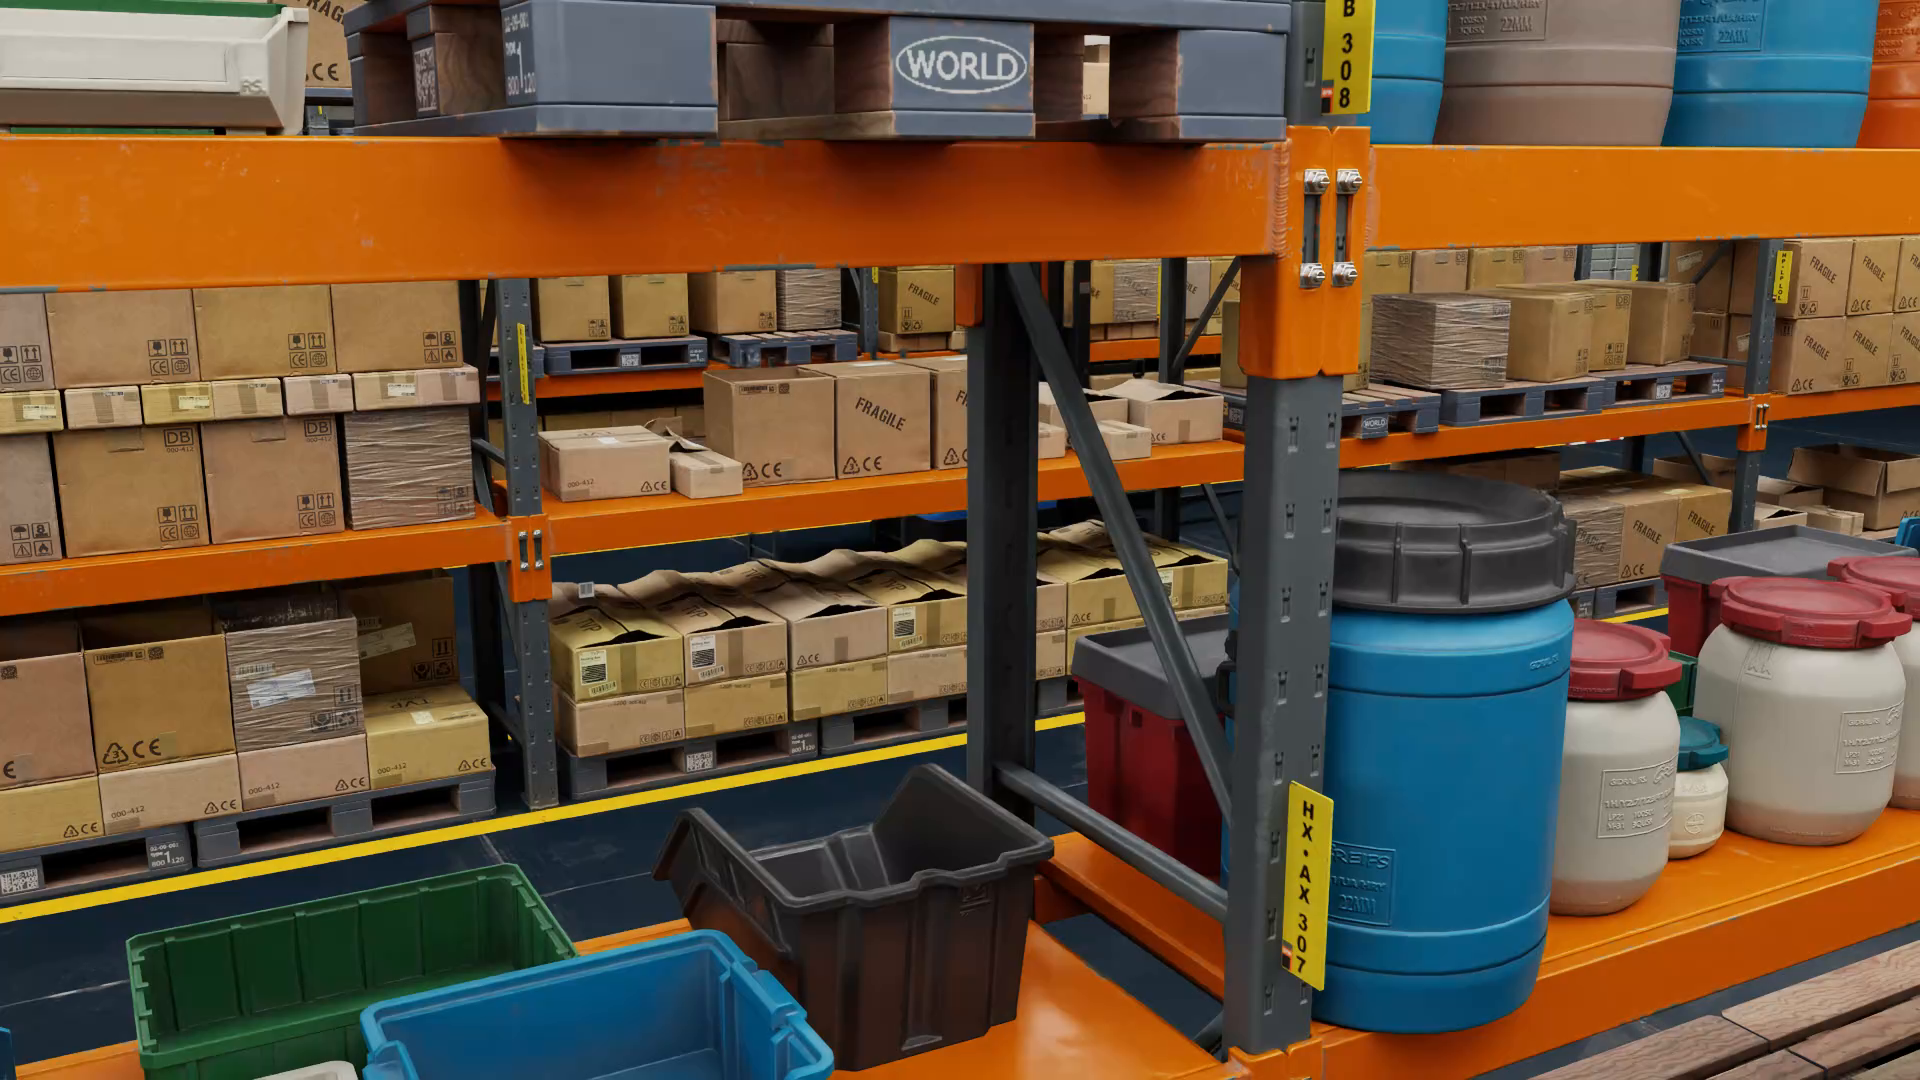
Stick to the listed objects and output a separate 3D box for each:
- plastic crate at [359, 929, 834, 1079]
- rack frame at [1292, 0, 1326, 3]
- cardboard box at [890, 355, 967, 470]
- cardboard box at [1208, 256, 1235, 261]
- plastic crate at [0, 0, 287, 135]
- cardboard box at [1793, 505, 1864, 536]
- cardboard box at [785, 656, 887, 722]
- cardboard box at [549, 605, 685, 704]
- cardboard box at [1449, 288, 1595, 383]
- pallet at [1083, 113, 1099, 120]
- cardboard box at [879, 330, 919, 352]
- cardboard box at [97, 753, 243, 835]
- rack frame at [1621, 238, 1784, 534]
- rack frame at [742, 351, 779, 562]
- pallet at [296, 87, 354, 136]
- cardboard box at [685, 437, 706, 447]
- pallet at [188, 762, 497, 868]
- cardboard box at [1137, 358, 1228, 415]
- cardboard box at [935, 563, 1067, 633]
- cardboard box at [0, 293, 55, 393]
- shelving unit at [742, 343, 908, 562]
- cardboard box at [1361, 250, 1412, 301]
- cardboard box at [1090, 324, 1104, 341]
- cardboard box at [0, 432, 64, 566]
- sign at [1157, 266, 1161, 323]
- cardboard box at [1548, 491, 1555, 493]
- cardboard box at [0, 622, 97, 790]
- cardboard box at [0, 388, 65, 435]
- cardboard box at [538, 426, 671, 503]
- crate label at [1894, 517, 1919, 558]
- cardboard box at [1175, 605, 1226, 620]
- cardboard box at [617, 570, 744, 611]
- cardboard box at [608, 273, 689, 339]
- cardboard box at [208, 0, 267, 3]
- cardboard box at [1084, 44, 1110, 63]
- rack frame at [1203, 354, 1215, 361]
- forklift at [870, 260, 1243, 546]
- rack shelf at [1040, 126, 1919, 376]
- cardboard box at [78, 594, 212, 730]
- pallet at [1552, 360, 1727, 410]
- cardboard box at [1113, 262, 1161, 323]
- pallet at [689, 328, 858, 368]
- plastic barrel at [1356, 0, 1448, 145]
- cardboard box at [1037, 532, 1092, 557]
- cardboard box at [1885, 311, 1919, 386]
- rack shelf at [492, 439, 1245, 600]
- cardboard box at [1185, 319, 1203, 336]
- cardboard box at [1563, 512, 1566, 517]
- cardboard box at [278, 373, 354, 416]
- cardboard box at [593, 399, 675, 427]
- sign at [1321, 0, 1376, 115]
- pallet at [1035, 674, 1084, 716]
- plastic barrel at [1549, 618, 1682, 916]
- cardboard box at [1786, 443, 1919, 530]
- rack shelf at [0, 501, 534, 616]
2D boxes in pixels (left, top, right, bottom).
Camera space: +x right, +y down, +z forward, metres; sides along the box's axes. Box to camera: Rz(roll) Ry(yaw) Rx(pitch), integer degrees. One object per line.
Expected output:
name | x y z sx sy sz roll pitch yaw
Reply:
plastic crate | -0.537 0.825 2.448 0.616 0.251 0.499 -7 14 -28
rack frame | 0.304 -2.343 2.523 0.127 3.000 1.000 -7 14 -28
cardboard box | -0.020 -0.661 8.486 0.500 0.500 0.500 -8 15 -31
cardboard box | 2.291 -2.638 14.840 0.500 0.250 0.500 -6 14 -26
plastic crate | -1.211 -0.662 2.372 0.450 0.188 0.336 -7 14 -28
cardboard box | 6.182 -0.140 11.852 0.250 0.166 0.380 -7 14 -28
cardboard box | -0.691 0.662 8.140 0.500 0.250 0.500 -7 15 -30
cardboard box | -1.584 0.497 7.600 0.500 0.311 0.500 -7 14 -28
cardboard box | 3.435 -1.268 10.229 0.500 0.500 0.700 -12 17 -42
pallet | -0.088 -1.956 8.068 1.213 0.211 1.003 -6 14 -25
cardboard box | -0.532 -1.623 13.516 0.250 0.149 0.380 -7 14 -29
cardboard box | -3.244 0.963 6.806 0.500 0.250 0.500 -7 14 -28
rack frame | 4.956 -1.213 11.165 0.127 3.000 1.000 -7 14 -28
rack frame | -1.397 -0.552 11.645 0.032 1.500 0.500 -7 15 -29
pallet | -2.802 -1.696 6.685 1.213 0.211 1.003 -7 14 -28
cardboard box | -2.047 -0.624 13.239 0.500 0.500 0.700 -7 14 -28
pallet | -2.784 1.065 7.396 1.213 0.211 1.003 -7 14 -28
cardboard box | 2.071 -1.229 15.180 0.750 0.750 0.750 -7 14 -27
cardboard box | 0.206 0.282 8.552 0.500 0.311 0.500 -7 14 -28
cardboard box | -3.774 -0.846 6.355 0.500 0.500 0.700 -7 14 -28
shelving unit | -0.958 -0.608 11.896 1.048 1.500 0.538 -7 15 -29
cardboard box | 3.706 -2.443 15.948 0.700 0.700 0.980 -7 15 -29
cardboard box | 1.043 -1.813 14.359 0.250 0.149 0.380 -6 14 -26
cardboard box | -3.804 -0.209 6.478 0.500 0.500 0.700 -6 14 -26
sign | 1.176 -1.422 9.637 0.005 0.325 0.100 -7 14 -28
cardboard box | 3.509 -0.094 10.888 0.500 0.500 0.500 -7 14 -27
cardboard box | -3.682 0.650 6.488 0.500 0.500 0.500 -7 14 -28
cardboard box | -3.549 -0.504 6.314 0.250 0.149 0.380 -6 14 -26
cardboard box | -1.655 -0.358 7.709 0.500 0.250 0.500 -6 14 -24
crate label | 2.813 0.198 4.815 0.616 0.435 0.502 -7 14 -28
cardboard box | 1.100 0.447 9.096 0.500 0.250 0.500 -6 14 -27
cardboard box | -1.394 0.338 8.303 0.500 0.311 0.500 -6 14 -26
cardboard box | -2.423 -1.823 12.646 0.500 0.500 0.700 -7 14 -28
cardboard box | -4.753 -3.230 10.747 0.500 0.500 0.500 -8 15 -33
cardboard box | 1.266 -4.131 14.364 0.500 0.250 0.500 -7 15 -30
rack frame | 2.579 -2.167 15.405 0.127 3.000 1.000 -7 14 -28
forklift | 0.847 -1.516 12.670 3.031 2.935 1.130 -7 15 -29
rack shelf | 2.059 -0.739 3.867 4.000 0.370 1.077 -7 14 -28
cardboard box | -3.501 0.493 7.183 0.500 0.500 0.500 -7 14 -28
pallet | 4.202 -1.056 10.906 1.213 0.211 1.003 -7 14 -28
cardboard box | 1.406 -2.167 14.453 0.500 0.500 0.500 -7 14 -28
pallet | -1.507 -1.557 13.132 1.003 0.211 1.213 -7 14 -28
plastic barrel | 0.646 -1.219 3.221 0.708 0.901 0.600 -7 14 -28
cardboard box | 0.387 0.127 9.243 0.500 0.311 0.500 -7 15 -29
cardboard box | 6.422 -1.369 11.633 0.500 0.500 0.500 -7 14 -28
rack shelf | -0.311 -0.230 8.439 4.000 0.370 1.077 -7 14 -28
cardboard box | 1.959 -1.914 14.810 0.250 0.149 0.380 -6 14 -26
cardboard box | 3.336 0.056 10.218 0.500 0.500 0.500 -7 15 -30
cardboard box | -2.649 -0.613 6.794 0.250 0.149 0.380 -7 15 -30
cardboard box | -2.518 -0.918 12.841 0.500 0.250 0.500 -7 14 -28
sign | 0.558 -0.777 2.375 0.005 0.325 0.100 -7 14 -28
pallet | 0.703 0.648 9.250 1.213 0.211 1.003 -7 14 -28
plastic barrel | 1.249 0.459 3.427 0.433 0.535 0.433 0 13 0
cardboard box | 6.602 -0.408 12.273 0.637 0.503 0.797 -7 14 -28
rack shelf | -3.822 0.190 6.569 4.000 0.370 1.077 -7 14 -28
